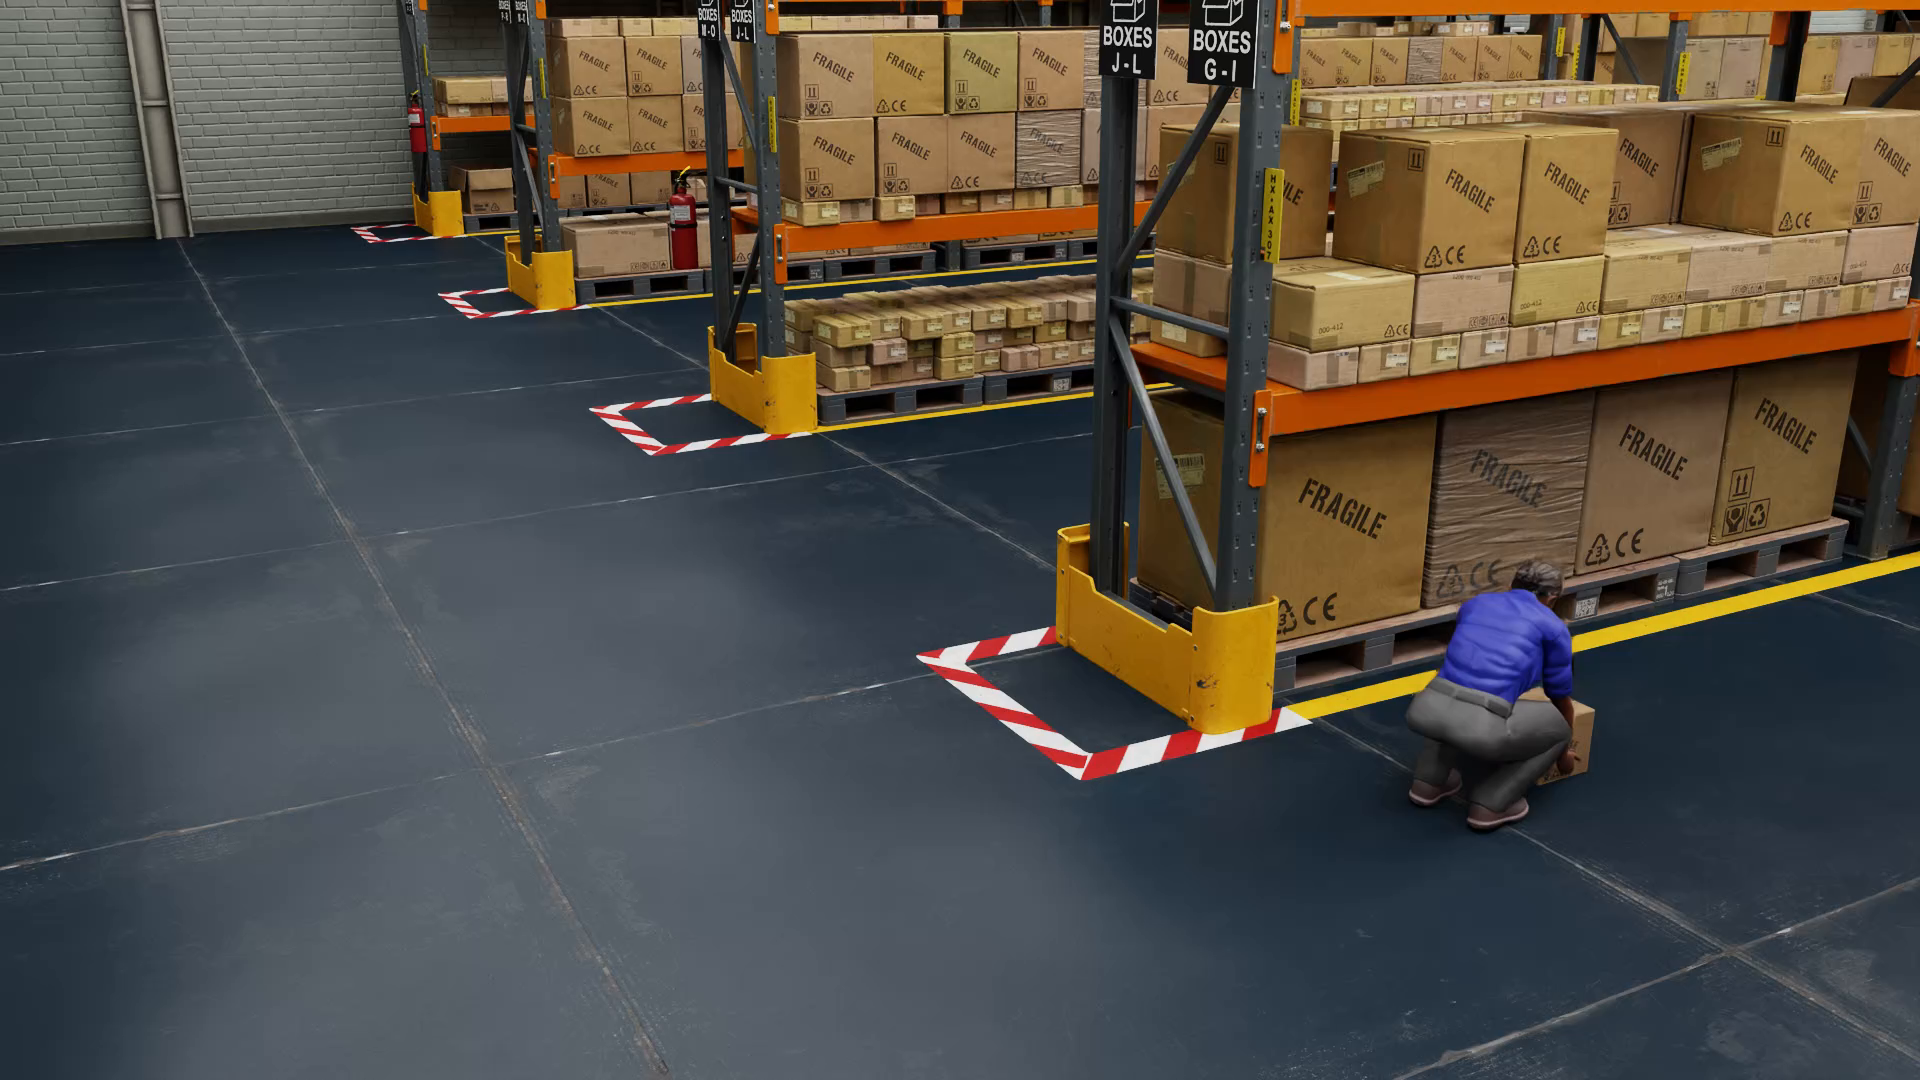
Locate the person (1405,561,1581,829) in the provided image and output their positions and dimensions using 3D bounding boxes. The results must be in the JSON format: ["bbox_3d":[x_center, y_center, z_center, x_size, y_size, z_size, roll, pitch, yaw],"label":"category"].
[{"bbox_3d":[1.899,0.537,5.850,0.827,0.815,0.479,-16,24,-39],"label":"person"}]
